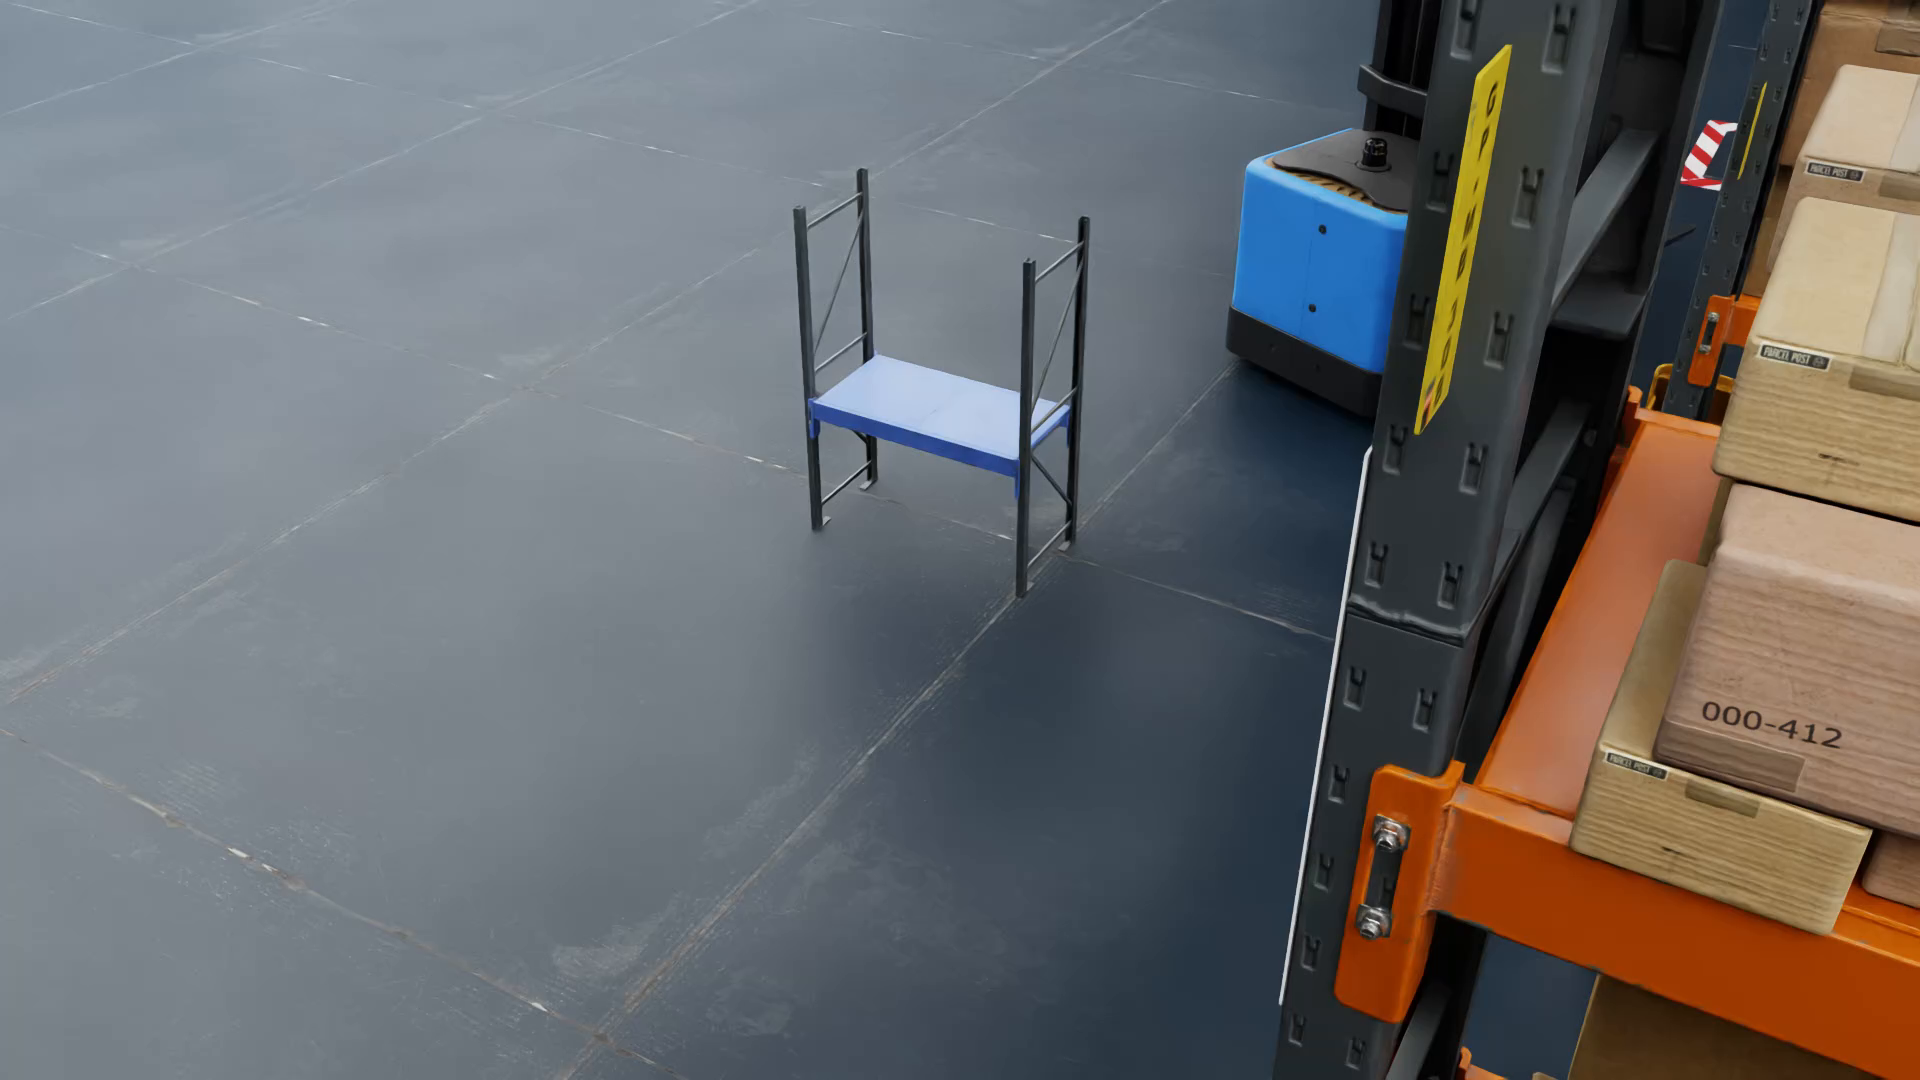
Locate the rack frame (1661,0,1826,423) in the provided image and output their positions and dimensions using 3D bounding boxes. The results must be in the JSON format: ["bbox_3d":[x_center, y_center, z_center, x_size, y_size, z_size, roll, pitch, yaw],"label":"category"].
[{"bbox_3d":[3.068,-1.310,6.511,0.127,3.000,1.000,18,37,24],"label":"rack frame"}]

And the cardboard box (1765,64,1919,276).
[{"bbox_3d":[1.140,-0.425,1.983,0.250,0.149,0.380,18,38,25],"label":"cardboard box"}]

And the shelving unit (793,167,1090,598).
[{"bbox_3d":[-0.074,-0.648,6.870,1.048,1.500,0.538,18,37,24],"label":"shelving unit"}]

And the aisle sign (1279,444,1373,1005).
[{"bbox_3d":[0.492,0.150,1.973,0.004,0.787,0.394,18,37,24],"label":"aisle sign"}]

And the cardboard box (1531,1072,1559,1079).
[{"bbox_3d":[0.973,1.198,2.386,0.500,0.500,0.500,17,37,24],"label":"cardboard box"}]

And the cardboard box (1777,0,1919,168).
[{"bbox_3d":[3.371,-1.701,5.989,0.550,0.550,0.875,18,37,24],"label":"cardboard box"}]

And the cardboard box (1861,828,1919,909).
[{"bbox_3d":[1.099,0.233,1.715,0.250,0.149,0.380,16,37,23],"label":"cardboard box"}]

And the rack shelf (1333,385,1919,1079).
[{"bbox_3d":[2.436,0.701,1.434,4.000,0.370,1.077,18,37,24],"label":"rack shelf"}]

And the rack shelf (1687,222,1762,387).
[{"bbox_3d":[4.804,-0.461,5.884,4.000,0.370,1.077,18,37,24],"label":"rack shelf"}]

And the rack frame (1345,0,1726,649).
[{"bbox_3d":[0.700,-1.397,1.229,0.127,3.000,1.000,18,37,24],"label":"rack frame"}]

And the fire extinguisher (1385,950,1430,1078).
[{"bbox_3d":[0.829,0.879,3.294,0.183,0.674,0.296,18,37,24],"label":"fire extinguisher"}]

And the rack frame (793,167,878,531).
[{"bbox_3d":[-0.515,-0.788,7.079,0.032,1.500,0.500,18,37,24],"label":"rack frame"}]

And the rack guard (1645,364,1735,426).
[{"bbox_3d":[3.047,-0.276,7.214,0.348,0.500,1.175,18,37,24],"label":"rack guard"}]

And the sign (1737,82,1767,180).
[{"bbox_3d":[2.787,-1.438,5.850,0.005,0.325,0.100,18,37,24],"label":"sign"}]

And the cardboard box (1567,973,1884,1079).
[{"bbox_3d":[1.252,0.554,2.452,0.500,0.500,0.700,17,37,23],"label":"cardboard box"}]

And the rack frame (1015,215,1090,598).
[{"bbox_3d":[0.367,-0.508,6.660,0.032,1.500,0.500,18,37,24],"label":"rack frame"}]

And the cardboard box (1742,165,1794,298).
[{"bbox_3d":[3.413,-1.292,6.349,0.550,0.550,0.875,18,37,24],"label":"cardboard box"}]

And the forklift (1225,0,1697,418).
[{"bbox_3d":[2.848,-2.468,8.312,3.031,2.935,1.130,-24,40,-31],"label":"forklift"}]

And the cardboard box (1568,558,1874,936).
[{"bbox_3d":[0.827,0.203,1.759,0.250,0.149,0.380,18,38,24],"label":"cardboard box"}]

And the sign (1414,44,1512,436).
[{"bbox_3d":[0.431,-0.251,1.426,0.005,0.325,0.100,18,37,24],"label":"sign"}]

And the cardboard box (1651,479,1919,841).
[{"bbox_3d":[1.004,0.056,1.620,0.500,0.250,0.500,17,37,24],"label":"cardboard box"}]

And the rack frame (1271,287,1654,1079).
[{"bbox_3d":[0.700,1.100,2.892,0.127,3.000,1.000,18,37,24],"label":"rack frame"}]

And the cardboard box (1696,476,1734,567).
[{"bbox_3d":[1.148,-0.081,2.185,0.250,0.149,0.380,18,38,25],"label":"cardboard box"}]

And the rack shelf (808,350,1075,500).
[{"bbox_3d":[-0.074,-0.498,6.969,1.000,0.185,0.538,18,37,24],"label":"rack shelf"}]

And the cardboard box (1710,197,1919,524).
[{"bbox_3d":[0.907,-0.180,1.615,0.250,0.149,0.380,17,37,24],"label":"cardboard box"}]

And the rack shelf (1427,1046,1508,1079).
[{"bbox_3d":[2.436,1.949,2.265,4.000,0.370,1.077,18,37,24],"label":"rack shelf"}]
